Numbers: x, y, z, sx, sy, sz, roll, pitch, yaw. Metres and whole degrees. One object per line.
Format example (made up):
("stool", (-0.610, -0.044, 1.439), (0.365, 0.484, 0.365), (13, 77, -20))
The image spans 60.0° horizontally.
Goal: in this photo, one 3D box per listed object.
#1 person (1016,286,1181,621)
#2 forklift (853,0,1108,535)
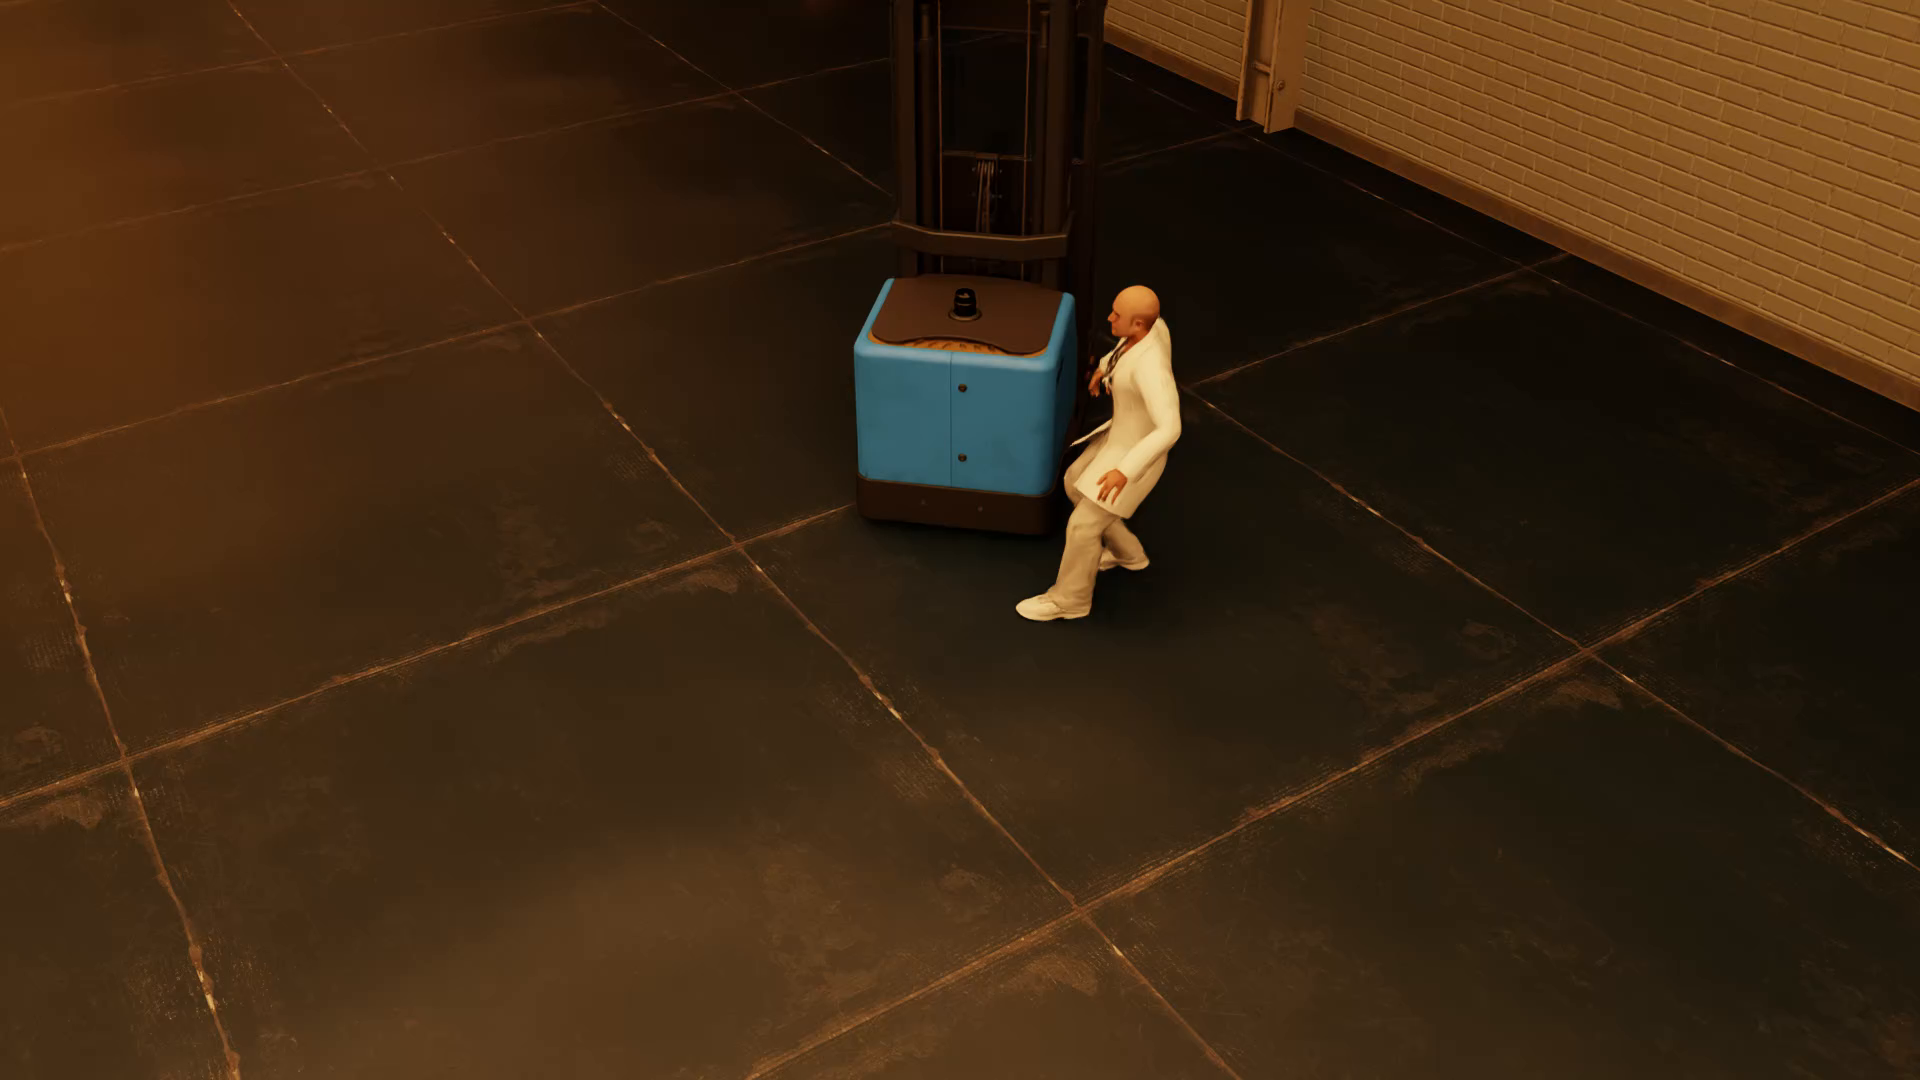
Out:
("person", (0.655, -0.434, 7.863), (0.716, 1.704, 1.027), (3, 35, 4))
("forklift", (0.228, -2.065, 9.087), (1.130, 2.935, 3.031), (6, 36, 9))
